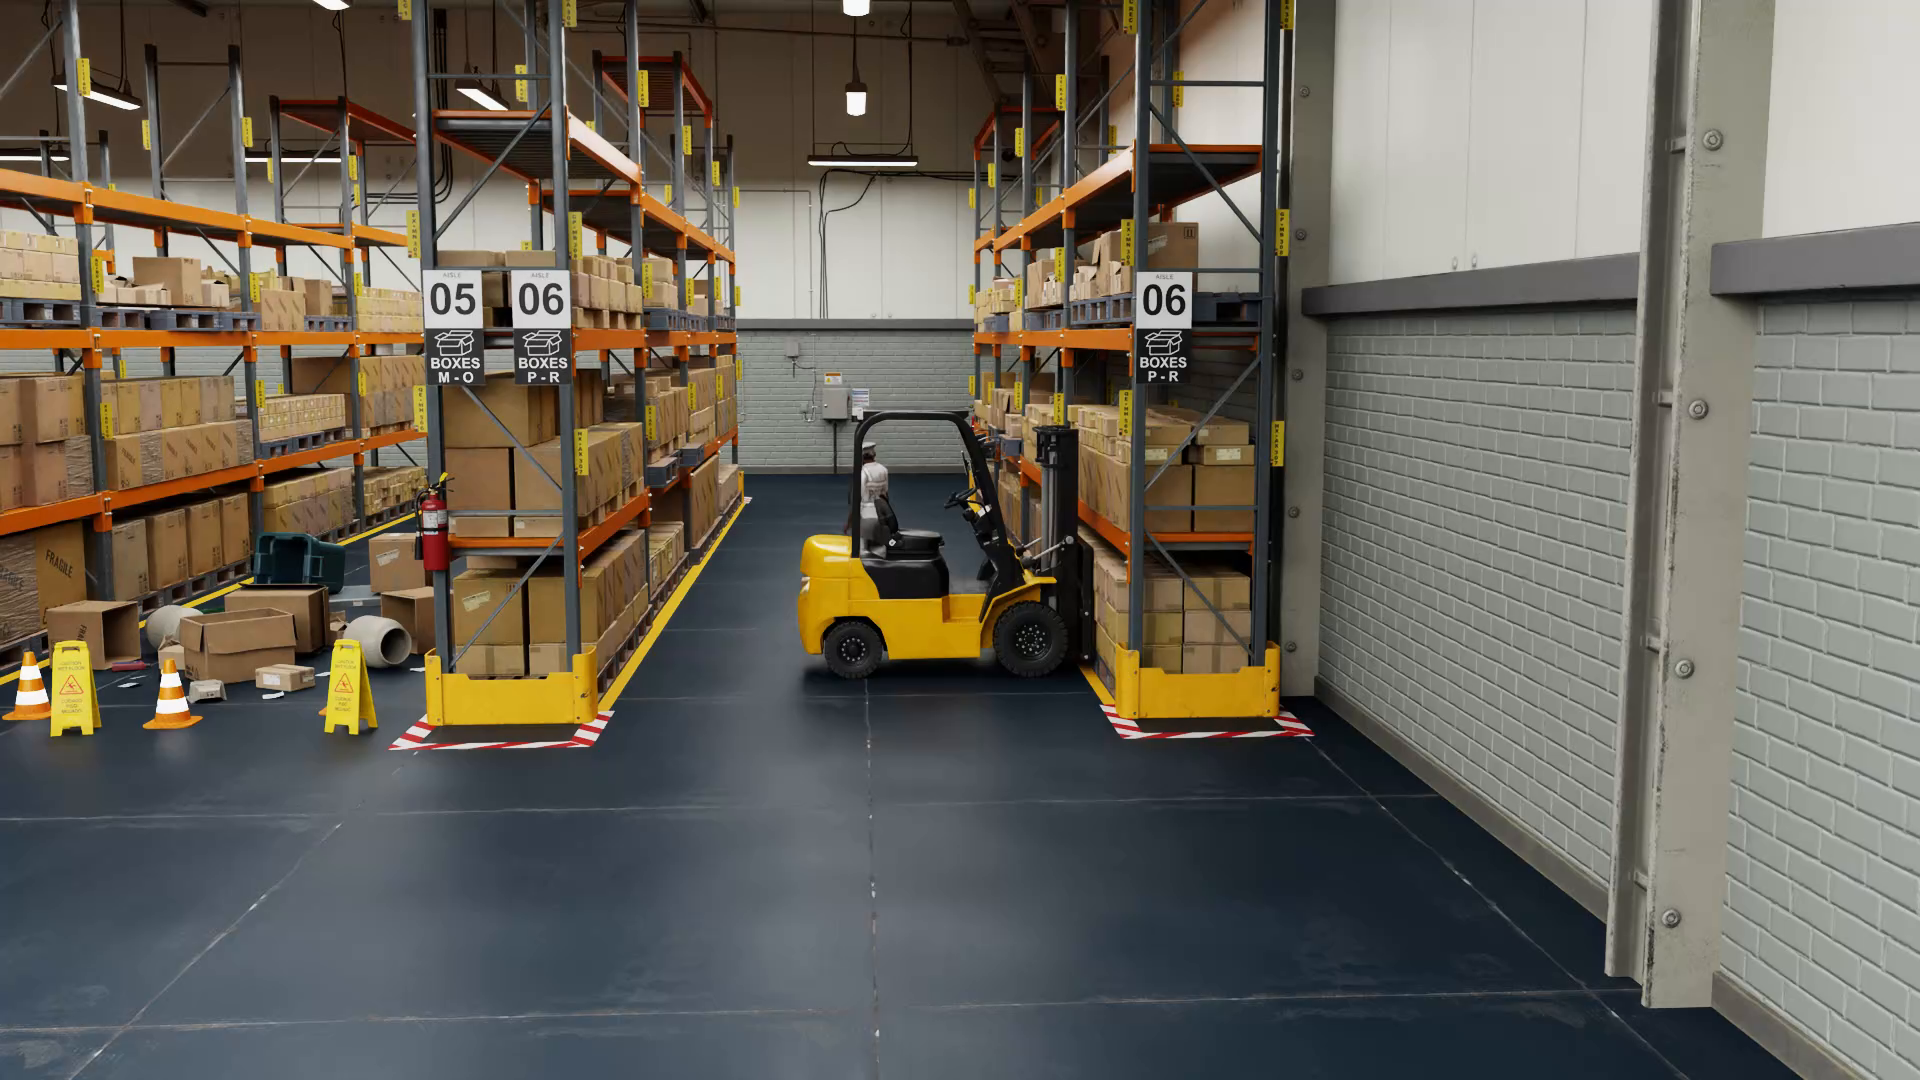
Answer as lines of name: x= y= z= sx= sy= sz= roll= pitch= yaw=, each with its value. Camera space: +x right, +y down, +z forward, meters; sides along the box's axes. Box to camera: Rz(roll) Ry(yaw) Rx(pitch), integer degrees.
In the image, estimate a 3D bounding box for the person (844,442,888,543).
person: x=-0.926 y=-0.168 z=17.077 sx=0.384 sy=1.686 sz=0.513 roll=6 pitch=9 yaw=38
